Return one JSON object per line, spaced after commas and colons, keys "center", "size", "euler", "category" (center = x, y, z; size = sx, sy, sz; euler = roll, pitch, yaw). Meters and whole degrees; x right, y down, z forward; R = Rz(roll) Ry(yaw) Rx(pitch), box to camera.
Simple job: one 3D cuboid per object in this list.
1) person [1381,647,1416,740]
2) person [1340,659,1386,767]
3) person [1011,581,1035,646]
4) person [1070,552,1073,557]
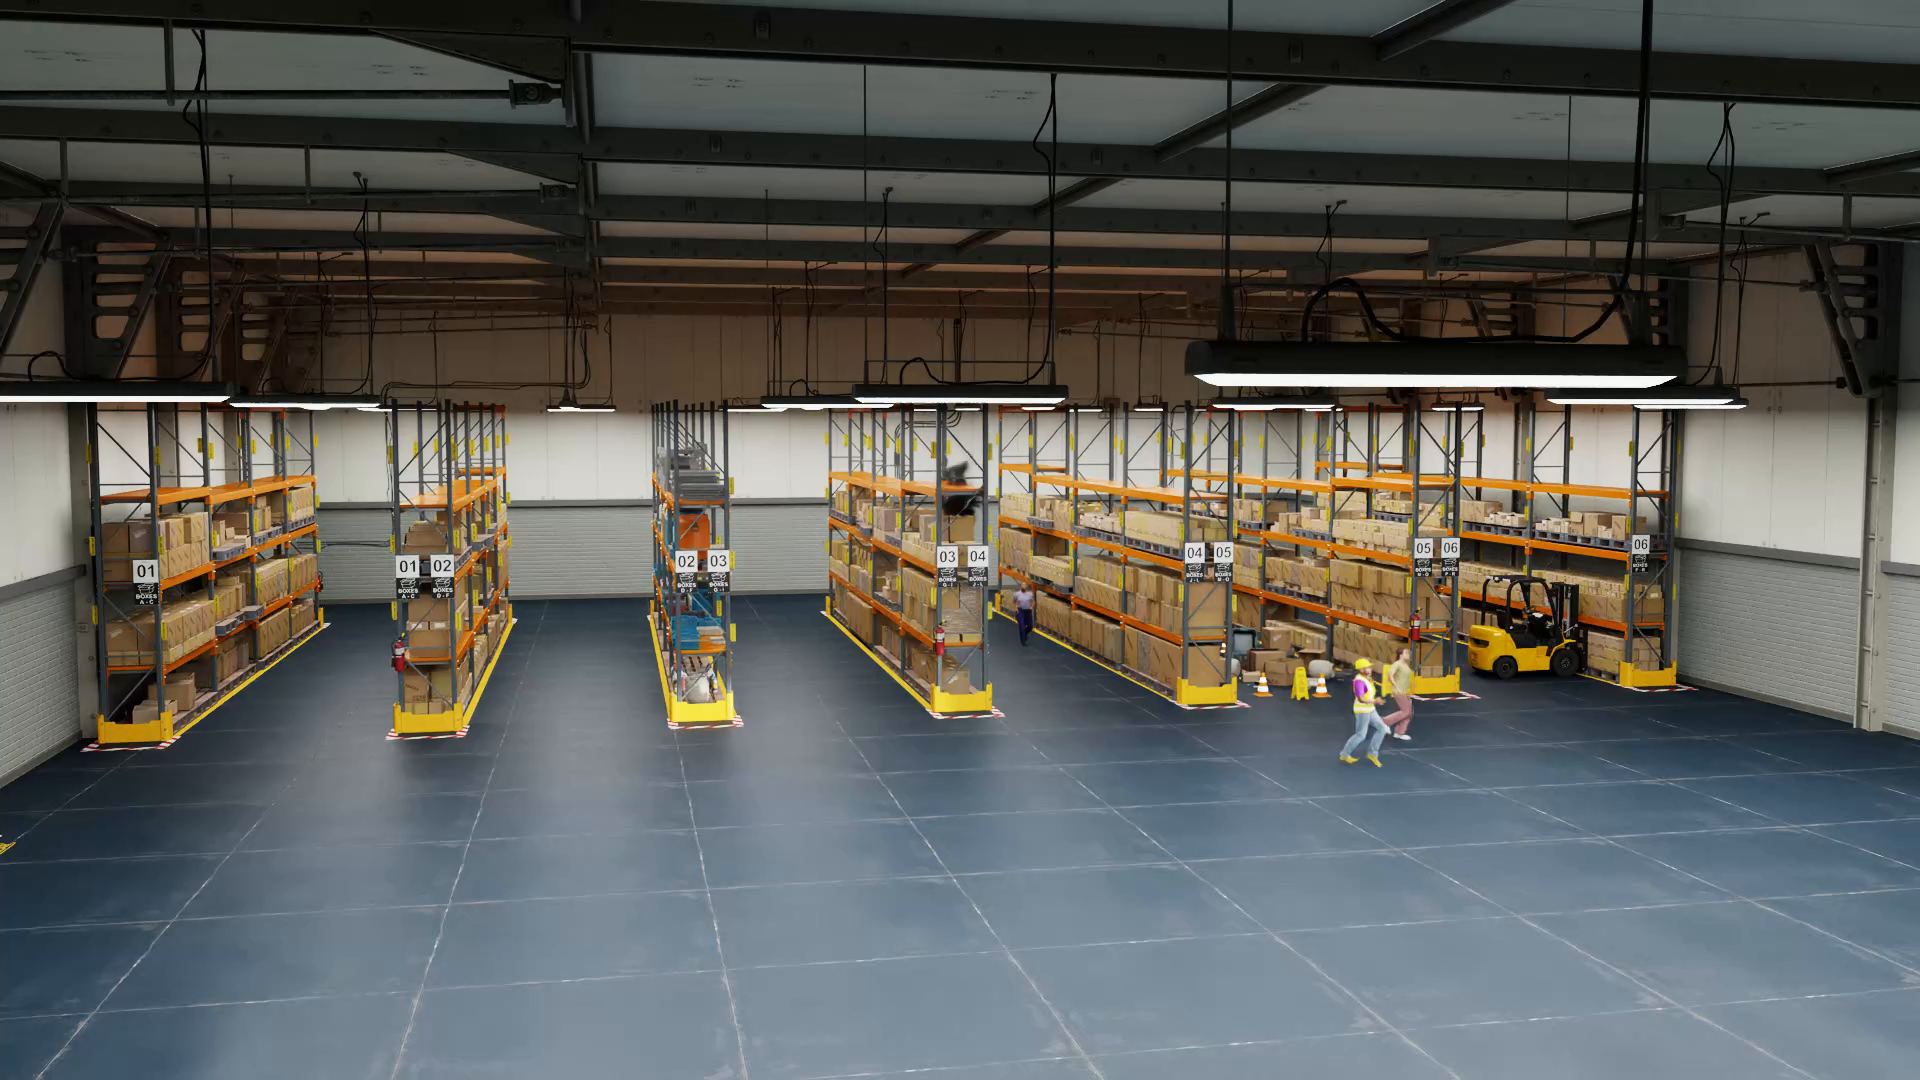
{"center": [7.762, 2.694, 29.428], "size": [0.544, 1.641, 0.596], "euler": [3, 5, 35], "category": "person"}
{"center": [6.597, 2.822, 27.123], "size": [0.740, 1.794, 0.707], "euler": [2, 5, 27], "category": "person"}
{"center": [1.572, 1.817, 41.251], "size": [0.594, 1.601, 0.556], "euler": [-1, 4, -10], "category": "person"}
{"center": [3.282, 1.221, 48.716], "size": [0.701, 1.722, 0.762], "euler": [-1, 4, -16], "category": "person"}
